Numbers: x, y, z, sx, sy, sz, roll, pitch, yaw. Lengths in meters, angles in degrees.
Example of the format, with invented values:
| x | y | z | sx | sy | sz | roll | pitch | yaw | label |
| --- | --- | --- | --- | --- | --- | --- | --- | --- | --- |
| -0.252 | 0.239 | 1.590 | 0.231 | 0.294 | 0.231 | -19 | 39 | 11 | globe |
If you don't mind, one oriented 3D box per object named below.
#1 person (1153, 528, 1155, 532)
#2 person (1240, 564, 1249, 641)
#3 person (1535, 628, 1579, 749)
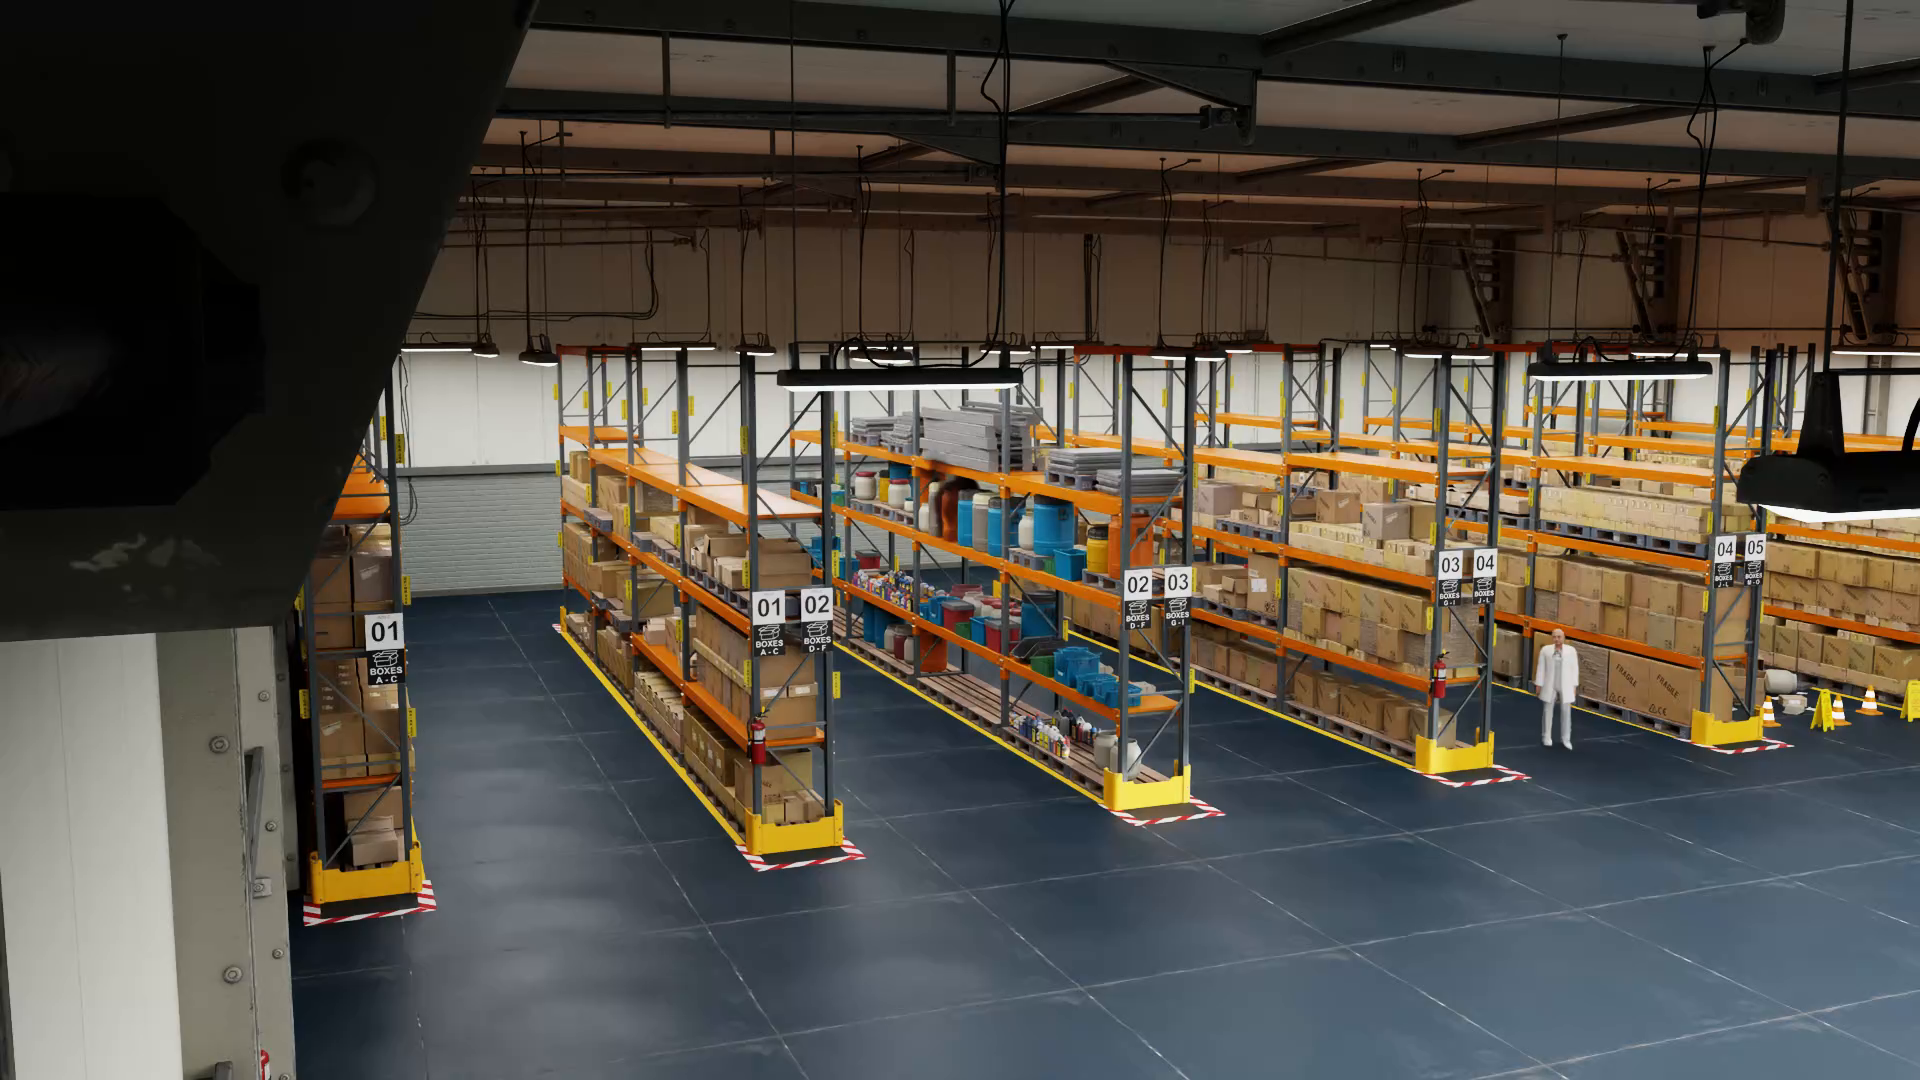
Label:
| x | y | z | sx | sy | sz | roll | pitch | yaw | label |
| --- | --- | --- | --- | --- | --- | --- | --- | --- | --- |
| 4.587 | 0.240 | 41.071 | 0.771 | 1.760 | 0.676 | -3 | 8 | -23 | person |
| 5.627 | 1.360 | 32.633 | 0.499 | 1.813 | 0.883 | -2 | 8 | -18 | person |
| 9.064 | 2.250 | 25.281 | 0.626 | 1.809 | 0.386 | 3 | 8 | 21 | person |
